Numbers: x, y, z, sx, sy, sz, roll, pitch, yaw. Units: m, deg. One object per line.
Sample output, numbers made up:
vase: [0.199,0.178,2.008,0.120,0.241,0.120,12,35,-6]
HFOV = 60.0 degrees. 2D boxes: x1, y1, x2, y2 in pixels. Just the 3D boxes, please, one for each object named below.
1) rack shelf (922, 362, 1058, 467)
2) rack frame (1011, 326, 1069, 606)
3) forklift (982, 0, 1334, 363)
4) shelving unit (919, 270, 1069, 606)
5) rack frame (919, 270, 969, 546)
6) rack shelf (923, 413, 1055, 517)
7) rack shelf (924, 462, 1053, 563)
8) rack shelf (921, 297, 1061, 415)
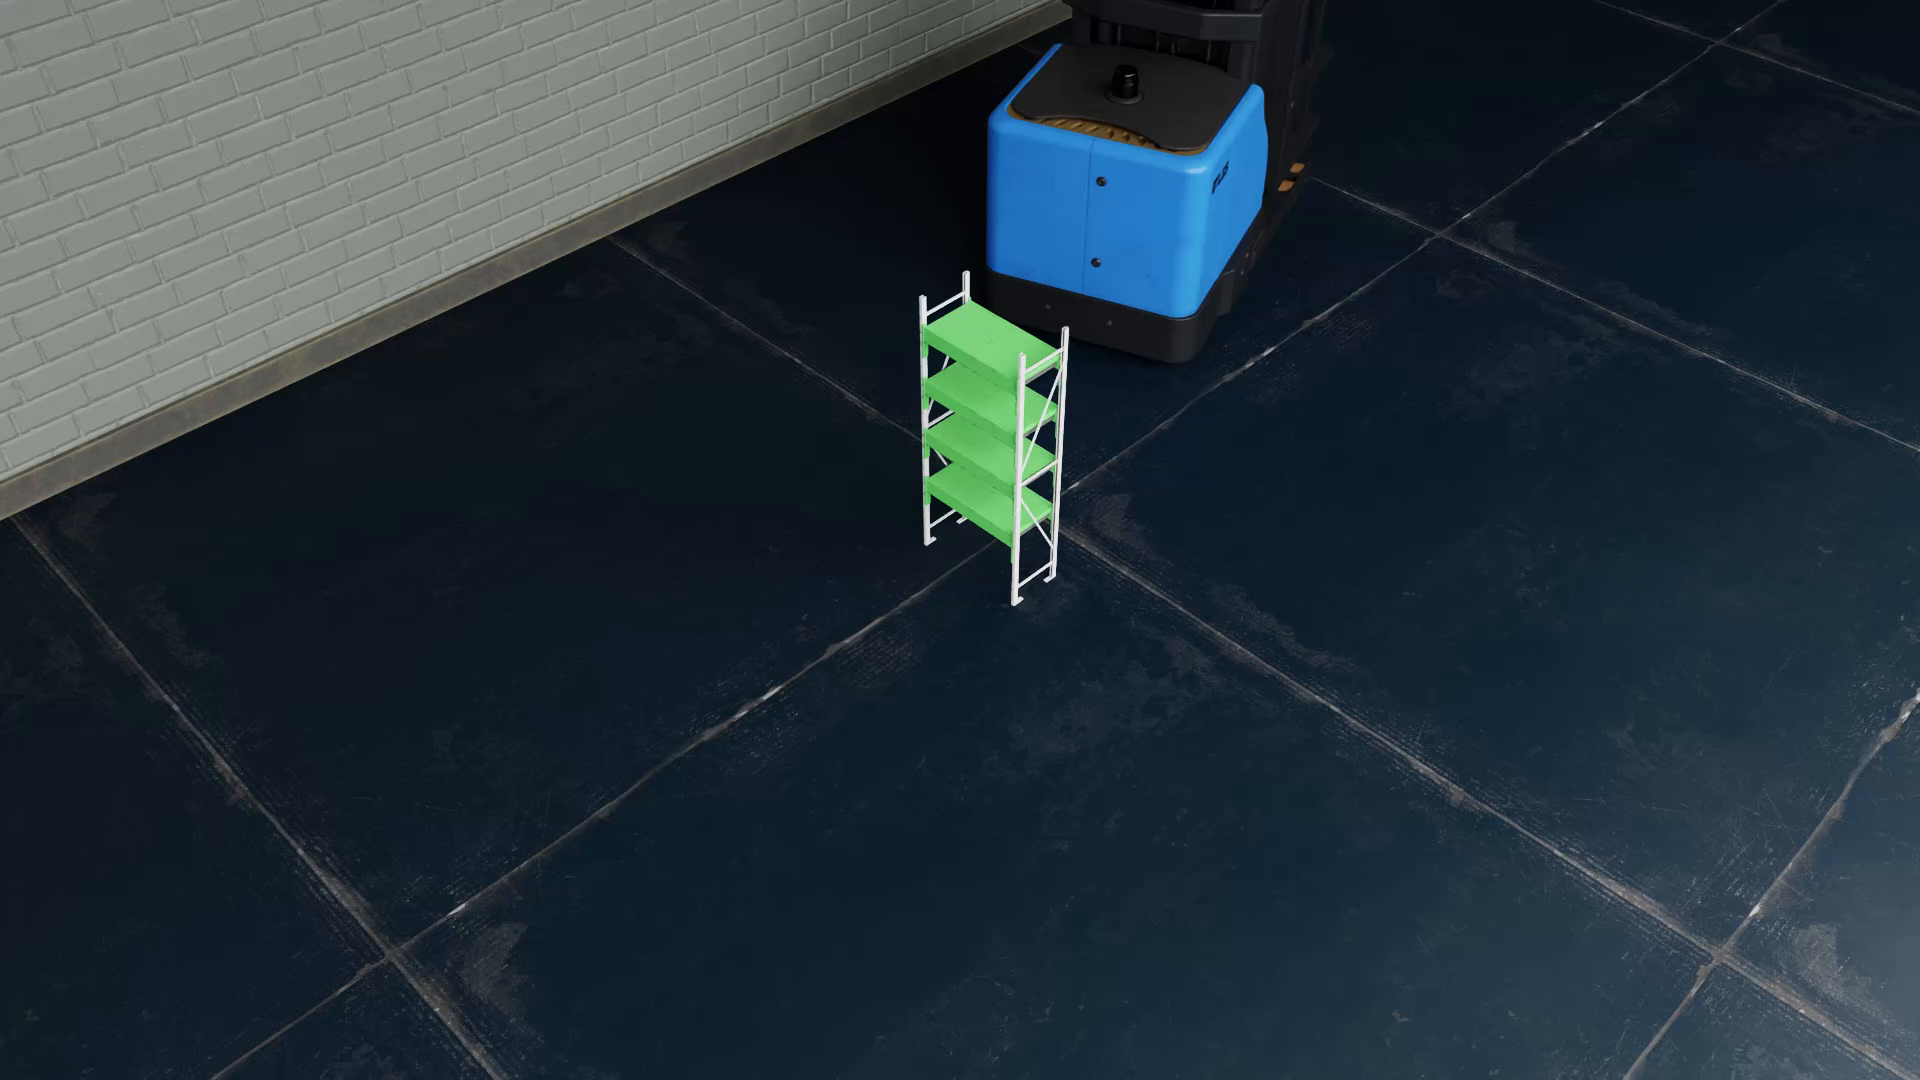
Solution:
rack shelf: [0.117,-0.490,6.137,0.258,0.148,0.480,-34,53,-31]
rack frame: [0.289,-0.244,6.130,0.240,1.200,0.015,-34,53,-31]
forklift: [1.181,-2.878,7.705,1.130,2.935,3.031,17,46,18]
shelving unit: [0.117,-0.361,6.257,0.258,1.200,0.503,-34,53,-31]
rack frame: [-0.055,-0.478,6.384,0.240,1.200,0.015,-34,53,-31]
rack shelf: [0.117,-0.314,6.300,0.258,0.148,0.480,-34,53,-31]
rack shelf: [0.117,-0.138,6.463,0.258,0.148,0.480,-34,53,-31]
rack shelf: [0.117,-0.667,5.974,0.258,0.148,0.480,-34,53,-31]
